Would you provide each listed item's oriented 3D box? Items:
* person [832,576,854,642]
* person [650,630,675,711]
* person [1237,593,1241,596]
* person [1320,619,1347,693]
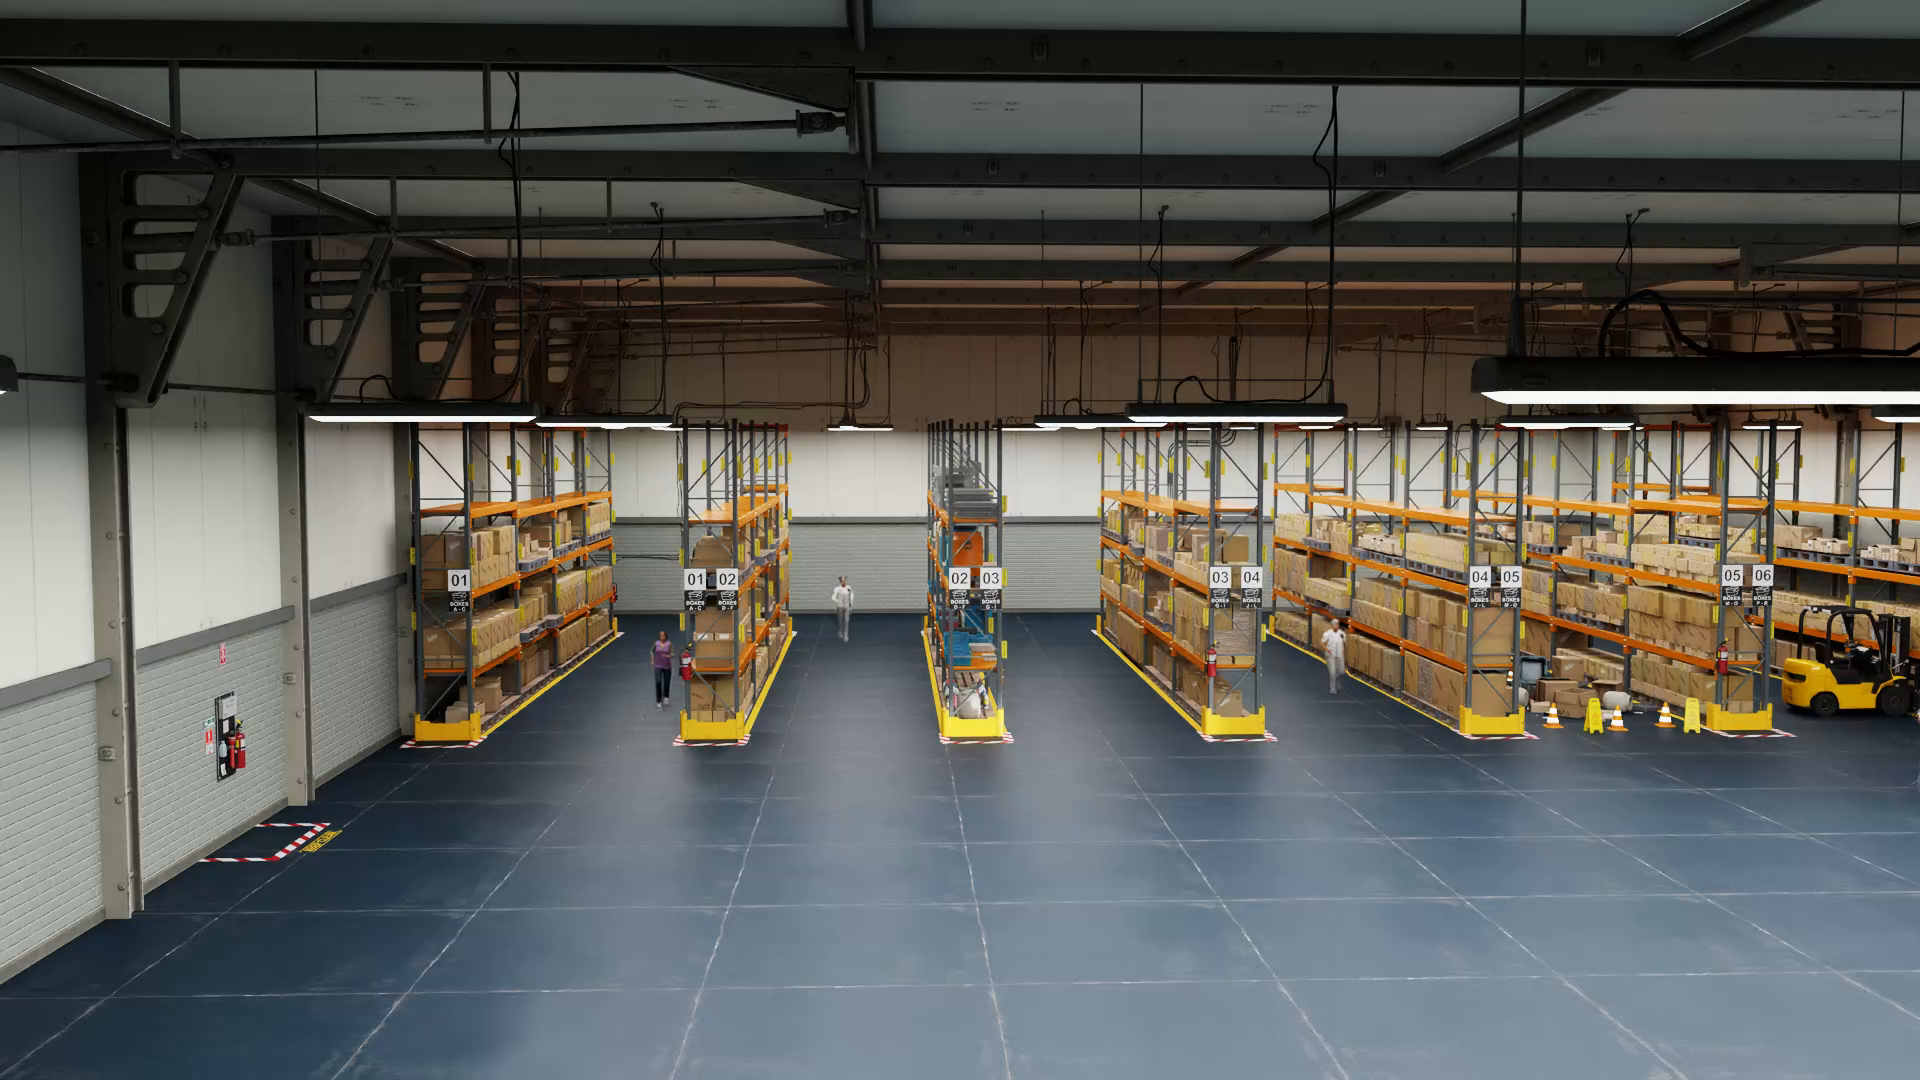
[{"bbox_3d":[-3.069,1.788,43.876,0.617,1.709,0.806,-1,4,-14],"label":"person"},{"bbox_3d":[-6.196,2.699,34.664,0.507,1.646,0.728,-1,4,-10],"label":"person"},{"bbox_3d":[7.849,2.016,45.521,0.690,1.619,0.646,0,4,1],"label":"person"},{"bbox_3d":[8.261,2.563,36.704,0.609,1.631,0.546,0,4,-2],"label":"person"}]
